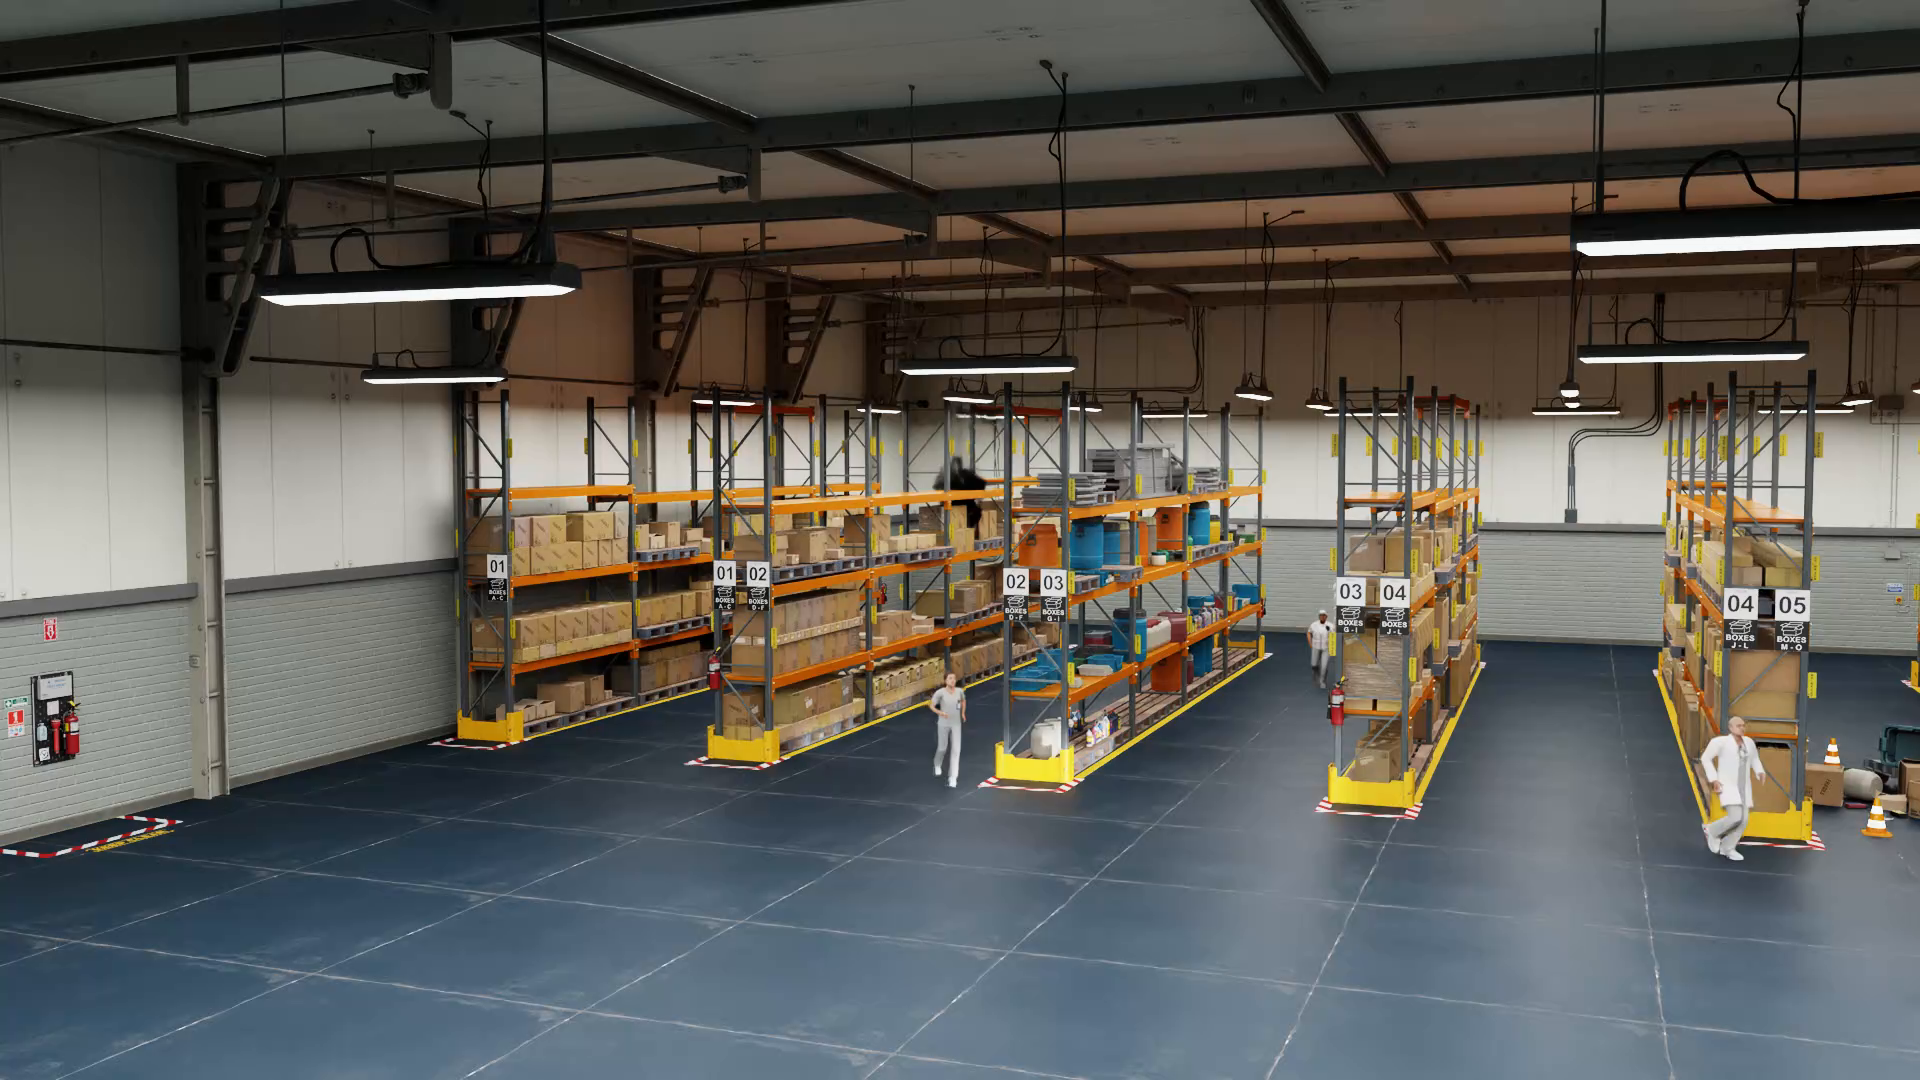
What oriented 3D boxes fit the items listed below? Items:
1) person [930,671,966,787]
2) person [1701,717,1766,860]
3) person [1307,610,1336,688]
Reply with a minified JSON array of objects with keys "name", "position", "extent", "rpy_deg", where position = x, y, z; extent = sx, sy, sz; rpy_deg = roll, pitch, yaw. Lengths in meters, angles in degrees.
[{"name":"person","position":[-0.162,2.786,24.875],"extent":[0.601,1.672,0.970],"rpy_deg":[-1,3,-14]},{"name":"person","position":[9.453,3.019,20.279],"extent":[0.730,1.745,0.632],"rpy_deg":[-1,3,-14]},{"name":"person","position":[7.576,2.279,34.809],"extent":[0.657,1.627,0.531],"rpy_deg":[1,3,20]}]
